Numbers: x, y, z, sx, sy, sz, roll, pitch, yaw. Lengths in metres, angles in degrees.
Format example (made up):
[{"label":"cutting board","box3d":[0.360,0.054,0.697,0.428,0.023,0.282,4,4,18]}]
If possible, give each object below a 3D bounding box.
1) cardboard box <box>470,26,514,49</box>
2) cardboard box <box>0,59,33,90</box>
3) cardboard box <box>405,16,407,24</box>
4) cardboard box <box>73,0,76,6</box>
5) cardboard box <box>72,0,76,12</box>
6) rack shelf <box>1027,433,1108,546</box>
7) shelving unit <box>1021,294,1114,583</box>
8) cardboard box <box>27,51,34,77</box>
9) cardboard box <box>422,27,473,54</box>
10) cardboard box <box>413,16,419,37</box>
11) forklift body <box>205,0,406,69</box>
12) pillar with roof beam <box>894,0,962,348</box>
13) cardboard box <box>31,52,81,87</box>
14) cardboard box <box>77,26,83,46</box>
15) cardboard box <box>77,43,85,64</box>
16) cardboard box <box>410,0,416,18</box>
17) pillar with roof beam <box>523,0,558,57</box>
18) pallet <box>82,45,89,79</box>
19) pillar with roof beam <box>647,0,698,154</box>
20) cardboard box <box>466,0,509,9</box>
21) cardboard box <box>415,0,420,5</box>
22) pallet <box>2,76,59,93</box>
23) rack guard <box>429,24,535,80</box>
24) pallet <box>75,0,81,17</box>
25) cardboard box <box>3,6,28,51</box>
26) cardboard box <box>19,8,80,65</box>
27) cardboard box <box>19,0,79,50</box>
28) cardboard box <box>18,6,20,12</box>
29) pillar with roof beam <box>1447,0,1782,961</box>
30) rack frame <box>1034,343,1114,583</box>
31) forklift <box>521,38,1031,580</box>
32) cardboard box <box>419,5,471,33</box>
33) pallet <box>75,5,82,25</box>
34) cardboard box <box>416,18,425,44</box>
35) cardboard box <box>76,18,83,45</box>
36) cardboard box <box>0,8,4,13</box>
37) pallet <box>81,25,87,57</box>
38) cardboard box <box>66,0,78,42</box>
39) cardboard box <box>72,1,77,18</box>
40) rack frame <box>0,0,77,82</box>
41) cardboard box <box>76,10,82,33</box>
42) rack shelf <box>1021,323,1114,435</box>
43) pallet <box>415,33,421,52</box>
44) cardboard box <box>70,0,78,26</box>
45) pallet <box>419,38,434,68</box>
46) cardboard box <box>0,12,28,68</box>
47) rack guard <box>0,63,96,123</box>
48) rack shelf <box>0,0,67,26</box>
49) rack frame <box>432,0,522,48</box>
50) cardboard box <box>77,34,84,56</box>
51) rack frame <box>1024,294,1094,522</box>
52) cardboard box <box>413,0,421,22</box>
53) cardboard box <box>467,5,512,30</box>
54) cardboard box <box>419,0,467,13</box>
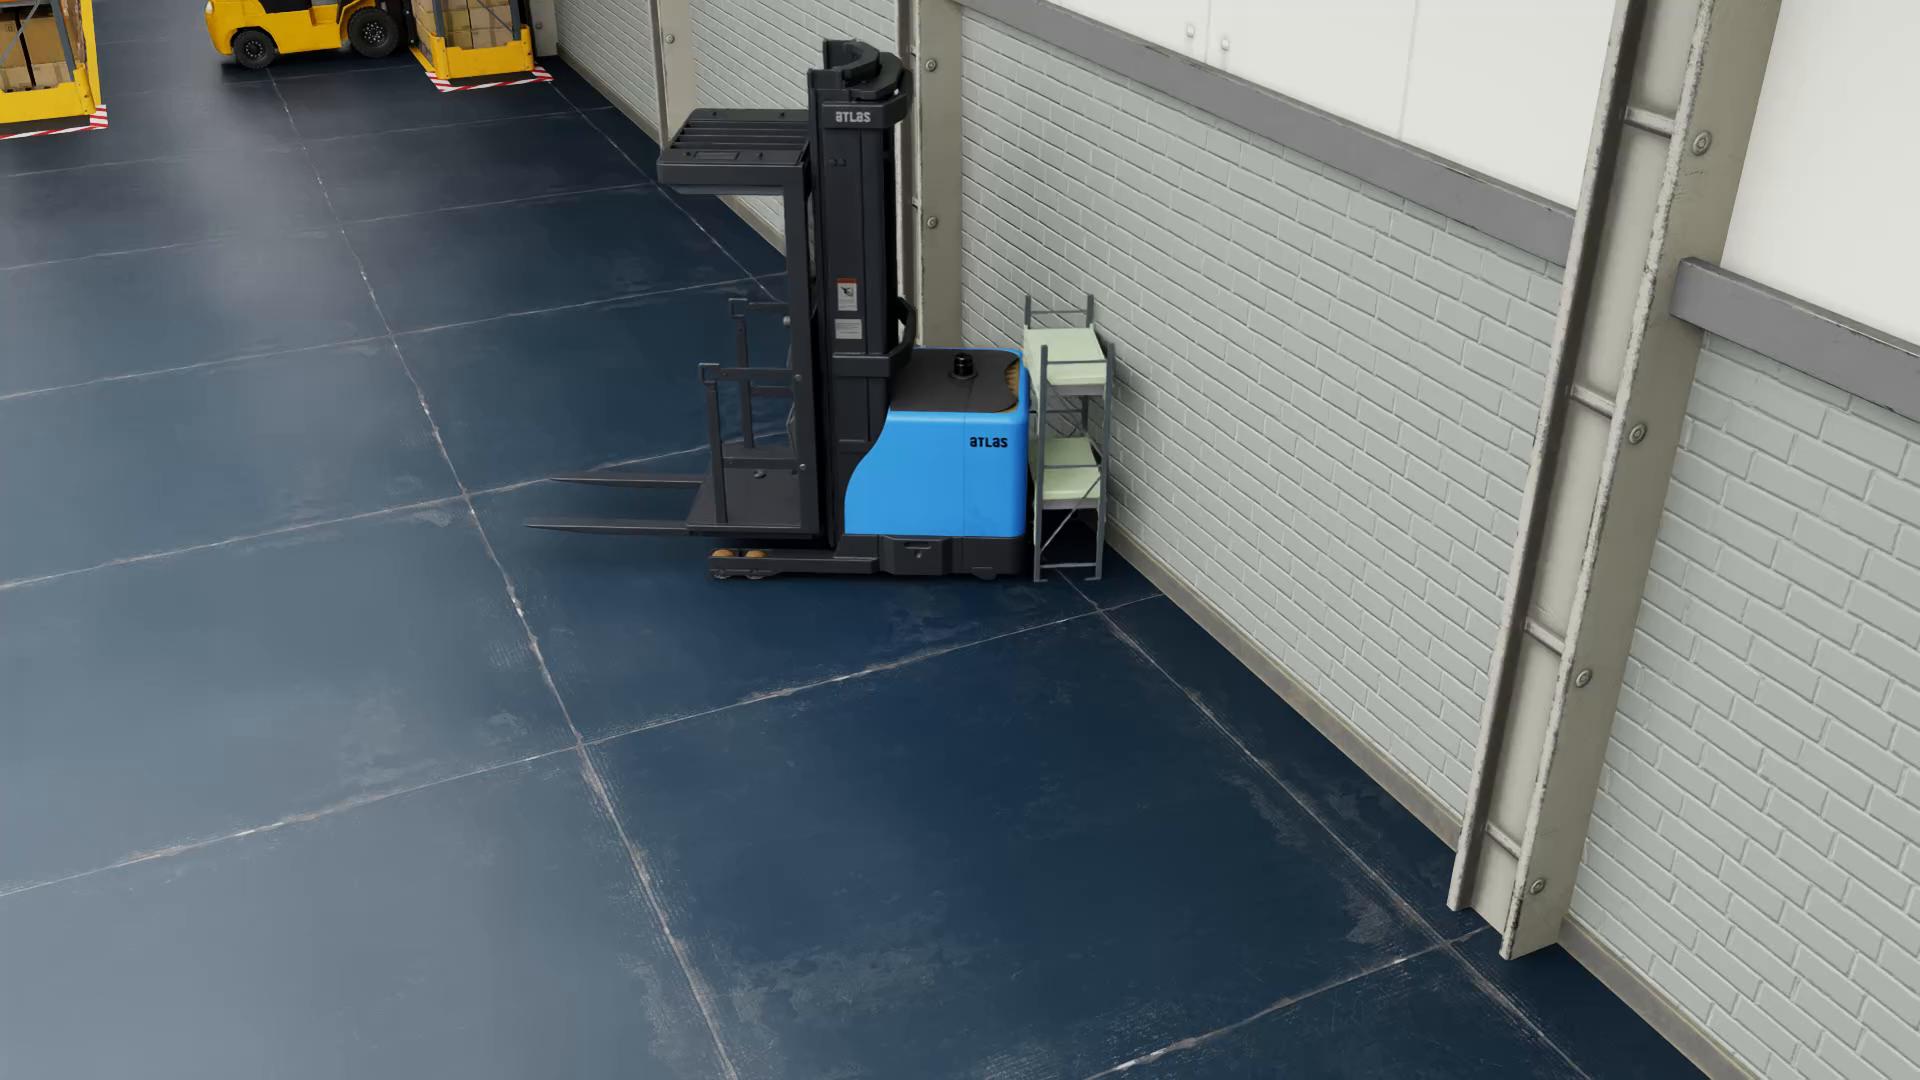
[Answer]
[{"label":"cardboard box","box3d":[-5.905,-6.341,20.846,0.500,0.250,0.500,-13,32,-22]},{"label":"cardboard box","box3d":[-10.952,-5.350,19.079,0.500,0.250,0.500,-13,32,-22]},{"label":"cardboard box","box3d":[-7.012,-6.893,21.831,0.500,0.250,0.500,-12,31,-20]},{"label":"cardboard box","box3d":[-12.608,-7.407,22.623,0.950,0.372,0.625,-11,31,-19]},{"label":"cardboard box","box3d":[-11.573,-6.928,21.126,0.500,0.500,0.500,-14,32,-23]},{"label":"rack shelf","box3d":[0.604,-0.310,9.903,0.431,0.370,0.720,-2,30,-4]},{"label":"shelving unit","box3d":[0.606,-0.593,9.741,0.431,1.500,0.755,-2,30,-4]},{"label":"cardboard box","box3d":[-11.157,-5.570,19.471,0.500,0.250,0.500,-13,32,-22]},{"label":"cardboard box","box3d":[-6.357,-6.224,20.638,0.500,0.250,0.500,-13,32,-22]},{"label":"cardboard box","box3d":[-6.769,-6.669,21.430,0.500,0.250,0.500,-13,32,-21]},{"label":"forklift body","box3d":[-8.332,-7.183,20.834,2.313,2.155,1.214,-13,32,-22]},{"label":"pillar with roof beam","box3d":[-4.092,-4.008,8.169,9.100,9.000,0.400,-13,32,-22]},{"label":"cardboard box","box3d":[-10.448,-5.453,19.263,0.500,0.250,0.500,-13,32,-22]},{"label":"cardboard box","box3d":[-11.121,-6.142,20.492,0.500,0.250,0.500,-13,32,-21]},{"label":"cardboard box","box3d":[-10.661,-5.680,19.668,0.500,0.250,0.500,-12,31,-20]},{"label":"cardboard box","box3d":[-6.808,-6.898,21.328,0.500,0.250,0.500,-14,32,-23]},{"label":"pillar with roof beam","box3d":[-9.243,-9.309,17.623,9.100,9.000,0.400,-13,32,-22]},{"label":"pallet","box3d":[-11.221,-5.777,20.309,1.003,0.211,1.213,-13,32,-22]},{"label":"pillar with roof beam","box3d":[-6.668,-6.658,12.896,9.100,9.000,0.400,-13,32,-22]},{"label":"cardboard box","box3d":[-5.906,-6.771,20.591,0.500,0.250,0.500,-14,32,-23]},{"label":"cardboard box","box3d":[-6.574,-6.881,20.787,0.500,0.250,0.500,-12,32,-21]},{"label":"pallet","box3d":[-10.701,-5.239,19.349,1.003,0.211,1.213,-13,32,-22]},{"label":"rack guard","box3d":[-5.860,-5.998,20.408,1.175,0.500,0.348,-13,32,-22]},{"label":"pallet","box3d":[-12.932,-7.489,23.363,1.003,0.211,1.213,-13,32,-22]},{"label":"cardboard box","box3d":[-11.158,-5.895,19.284,0.500,0.500,0.500,-12,31,-20]},{"label":"cardboard box","box3d":[-10.459,-5.791,19.098,0.500,0.500,0.500,-14,32,-24]},{"label":"cardboard box","box3d":[-10.688,-6.021,19.508,0.500,0.500,0.500,-14,32,-24]},{"label":"cardboard box","box3d":[-11.369,-6.119,19.684,0.500,0.500,0.500,-14,32,-23]},{"label":"pillar with roof beam","box3d":[-1.516,-1.357,3.443,9.100,9.000,0.400,-13,32,-22]},{"label":"rack frame","box3d":[0.637,-0.413,9.424,0.400,1.500,0.023,-2,30,-4]},{"label":"forklift","box3d":[-1.095,-1.304,9.551,3.031,2.935,1.130,1,29,2]},{"label":"cardboard box","box3d":[-6.362,-6.450,20.530,0.500,0.250,0.500,-14,32,-23]},{"label":"pallet","box3d":[-12.405,-6.949,22.400,1.003,0.211,1.213,-13,32,-22]},{"label":"cardboard box","box3d":[-6.562,-6.446,21.033,0.500,0.250,0.500,-13,32,-22]},{"label":"cardboard box","box3d":[-11.335,-6.368,20.894,0.500,0.250,0.500,-14,32,-23]},{"label":"cardboard box","box3d":[-11.150,-6.096,18.980,0.380,0.149,0.250,-12,31,-21]},{"label":"pallet","box3d":[-11.749,-6.317,21.272,1.003,0.211,1.213,-13,32,-22]},{"label":"cardboard box","box3d":[-10.895,-6.244,19.907,0.500,0.500,0.500,-12,32,-21]},{"label":"cardboard box","box3d":[-11.353,-6.704,20.726,0.500,0.500,0.500,-12,32,-21]},{"label":"rack frame","box3d":[-10.352,-6.055,17.954,1.000,3.000,0.127,-13,32,-22]},{"label":"cardboard box","box3d":[-11.572,-6.601,21.310,0.500,0.250,0.500,-12,31,-20]},{"label":"rack shelf","box3d":[0.608,-0.932,9.548,0.431,0.370,0.720,-2,30,-4]},{"label":"pallet","box3d":[-6.756,-6.750,22.044,1.003,0.211,1.213,-13,32,-22]},{"label":"cardboard box","box3d":[-11.133,-6.479,20.325,0.500,0.500,0.500,-11,31,-19]},{"label":"pallet","box3d":[-6.237,-6.212,21.085,1.003,0.211,1.213,-13,32,-22]},{"label":"cardboard box","box3d":[-10.931,-5.665,18.874,0.500,0.500,0.500,-13,32,-22]},{"label":"rack guard","box3d":[-10.384,-4.998,18.626,1.175,0.500,0.348,-13,32,-22]},{"label":"rack shelf","box3d":[-11.210,-6.625,19.706,1.077,0.370,4.000,-13,32,-22]},{"label":"rack frame","box3d":[-5.870,-7.099,19.816,1.000,3.000,0.127,-13,32,-22]},{"label":"cardboard box","box3d":[-10.906,-5.919,20.093,0.500,0.250,0.500,-11,31,-19]},{"label":"rack frame","box3d":[0.575,-0.774,10.058,0.400,1.500,0.023,-2,30,-4]},{"label":"cardboard box","box3d":[-6.567,-6.674,20.929,0.500,0.250,0.500,-13,32,-22]},{"label":"cardboard box","box3d":[-5.885,-6.552,20.712,0.500,0.250,0.500,-12,32,-21]},{"label":"cardboard box","box3d":[-6.350,-6.657,20.387,0.500,0.250,0.500,-12,31,-20]}]
